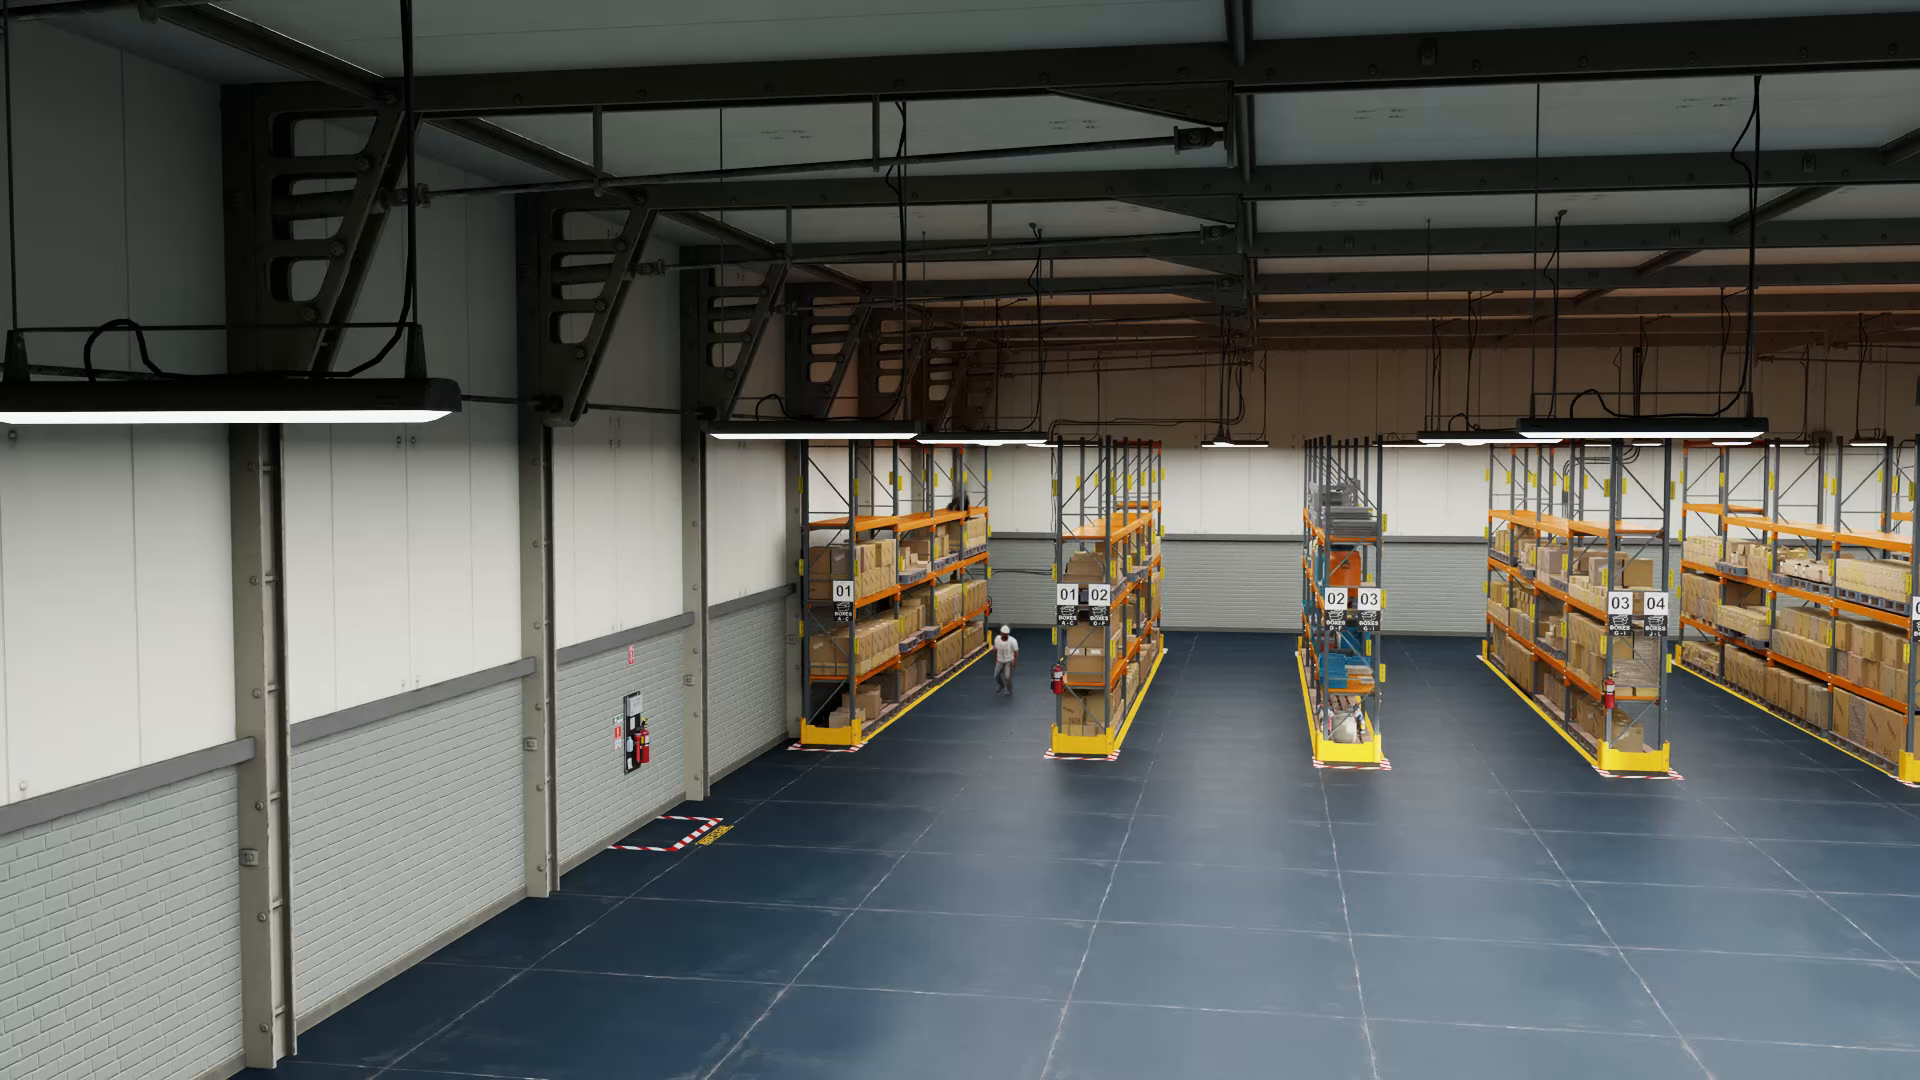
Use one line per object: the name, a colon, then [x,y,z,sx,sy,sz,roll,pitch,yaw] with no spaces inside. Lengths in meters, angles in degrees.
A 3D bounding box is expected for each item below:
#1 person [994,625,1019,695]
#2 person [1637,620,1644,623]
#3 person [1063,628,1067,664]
person: [1.051,2.786,38.498,0.697,1.664,0.656,1,3,21]
person: [17.979,2.550,44.243,0.551,1.623,0.692,1,3,16]
person: [3.018,2.488,43.904,0.678,1.693,0.706,2,4,29]
